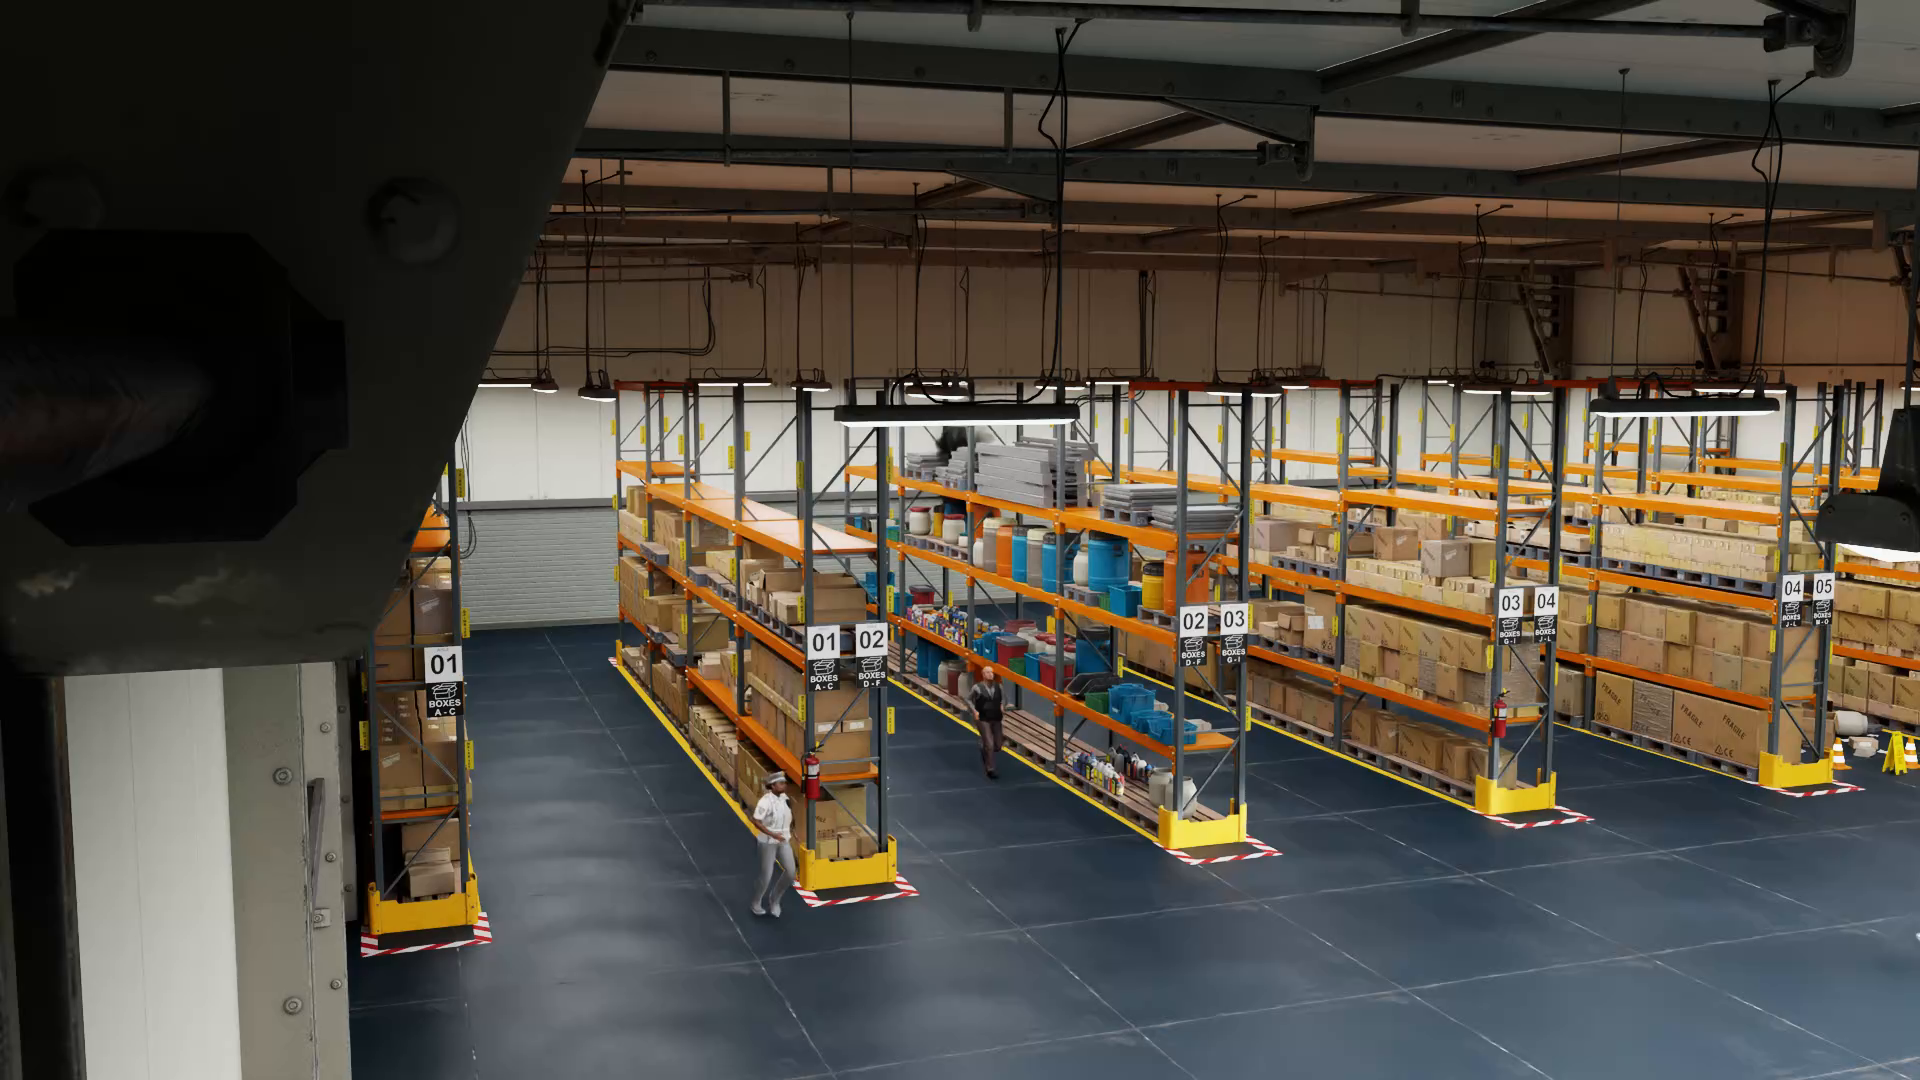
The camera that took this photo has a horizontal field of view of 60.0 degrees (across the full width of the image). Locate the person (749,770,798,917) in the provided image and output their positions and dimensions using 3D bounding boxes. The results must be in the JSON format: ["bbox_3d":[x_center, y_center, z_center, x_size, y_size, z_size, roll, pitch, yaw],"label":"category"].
[{"bbox_3d":[-2.099,3.486,19.152,0.648,1.670,0.598,-6,8,-44],"label":"person"}]

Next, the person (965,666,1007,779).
[{"bbox_3d":[0.434,2.792,25.612,0.668,1.681,0.766,-2,7,-22],"label":"person"}]
